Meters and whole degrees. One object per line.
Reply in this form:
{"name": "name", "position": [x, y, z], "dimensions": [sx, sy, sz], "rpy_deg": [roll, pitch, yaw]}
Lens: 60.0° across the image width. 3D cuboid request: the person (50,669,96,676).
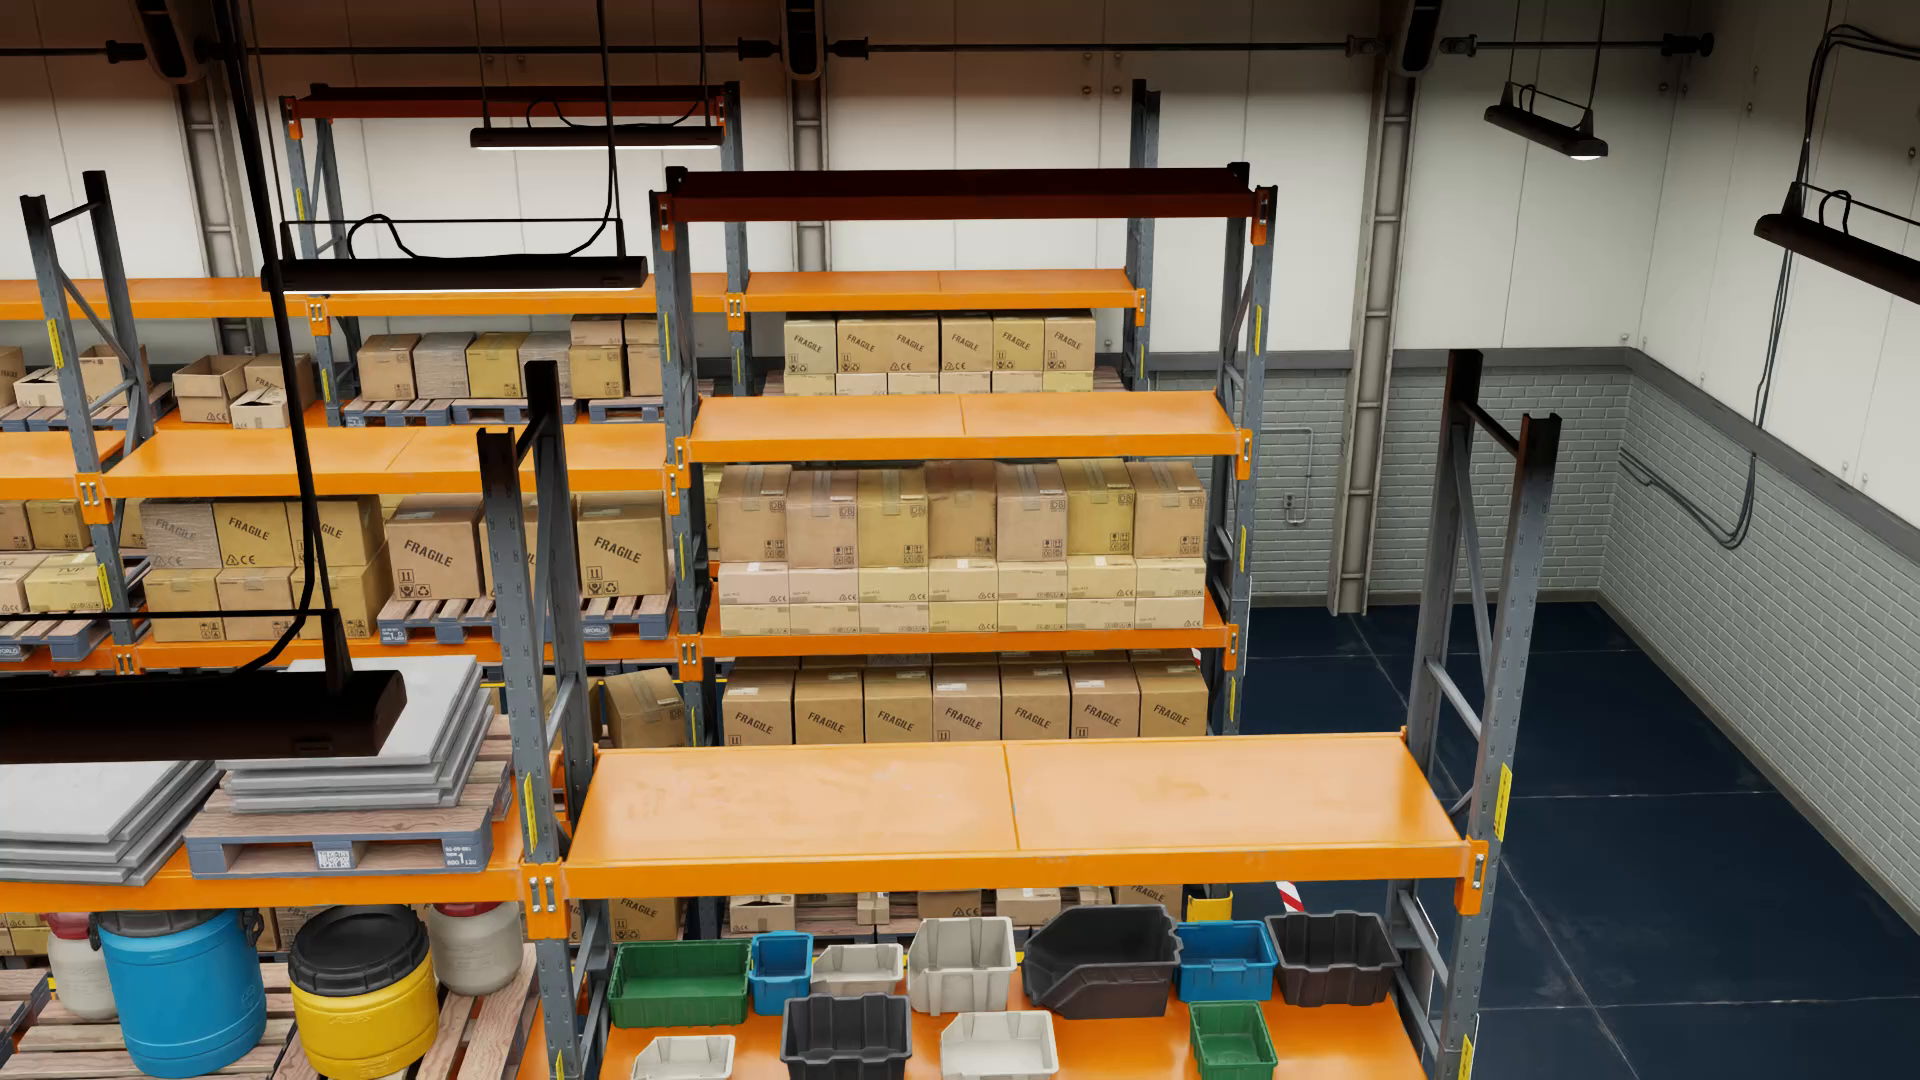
{"name": "person", "position": [-8.397, 1.313, 15.624], "dimensions": [0.934, 1.689, 0.566], "rpy_deg": [-11, 25, -26]}
